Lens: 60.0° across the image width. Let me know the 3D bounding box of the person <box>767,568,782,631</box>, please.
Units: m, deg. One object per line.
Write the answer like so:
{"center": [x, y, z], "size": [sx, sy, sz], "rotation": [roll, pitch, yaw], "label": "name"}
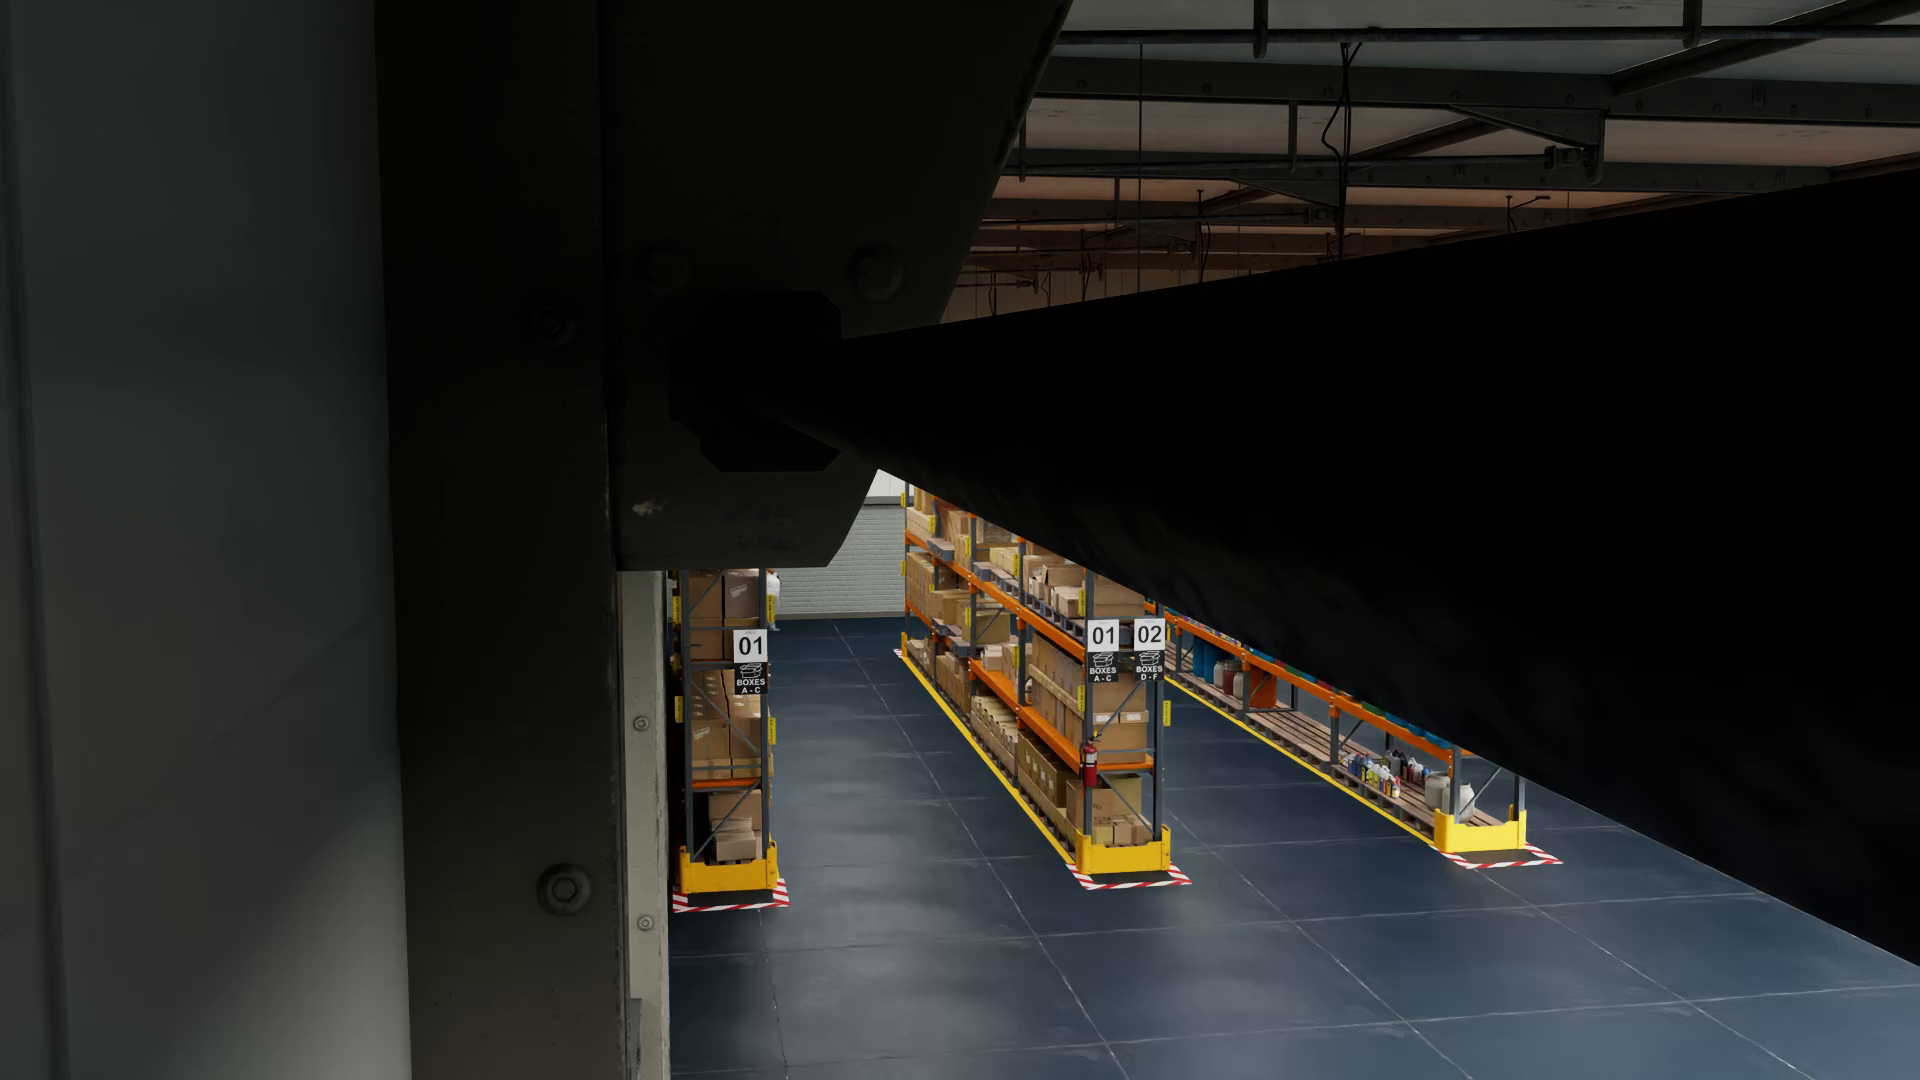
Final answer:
{"center": [-4.572, 1.350, 40.000], "size": [0.654, 1.642, 0.488], "rotation": [3, 7, 28], "label": "person"}
